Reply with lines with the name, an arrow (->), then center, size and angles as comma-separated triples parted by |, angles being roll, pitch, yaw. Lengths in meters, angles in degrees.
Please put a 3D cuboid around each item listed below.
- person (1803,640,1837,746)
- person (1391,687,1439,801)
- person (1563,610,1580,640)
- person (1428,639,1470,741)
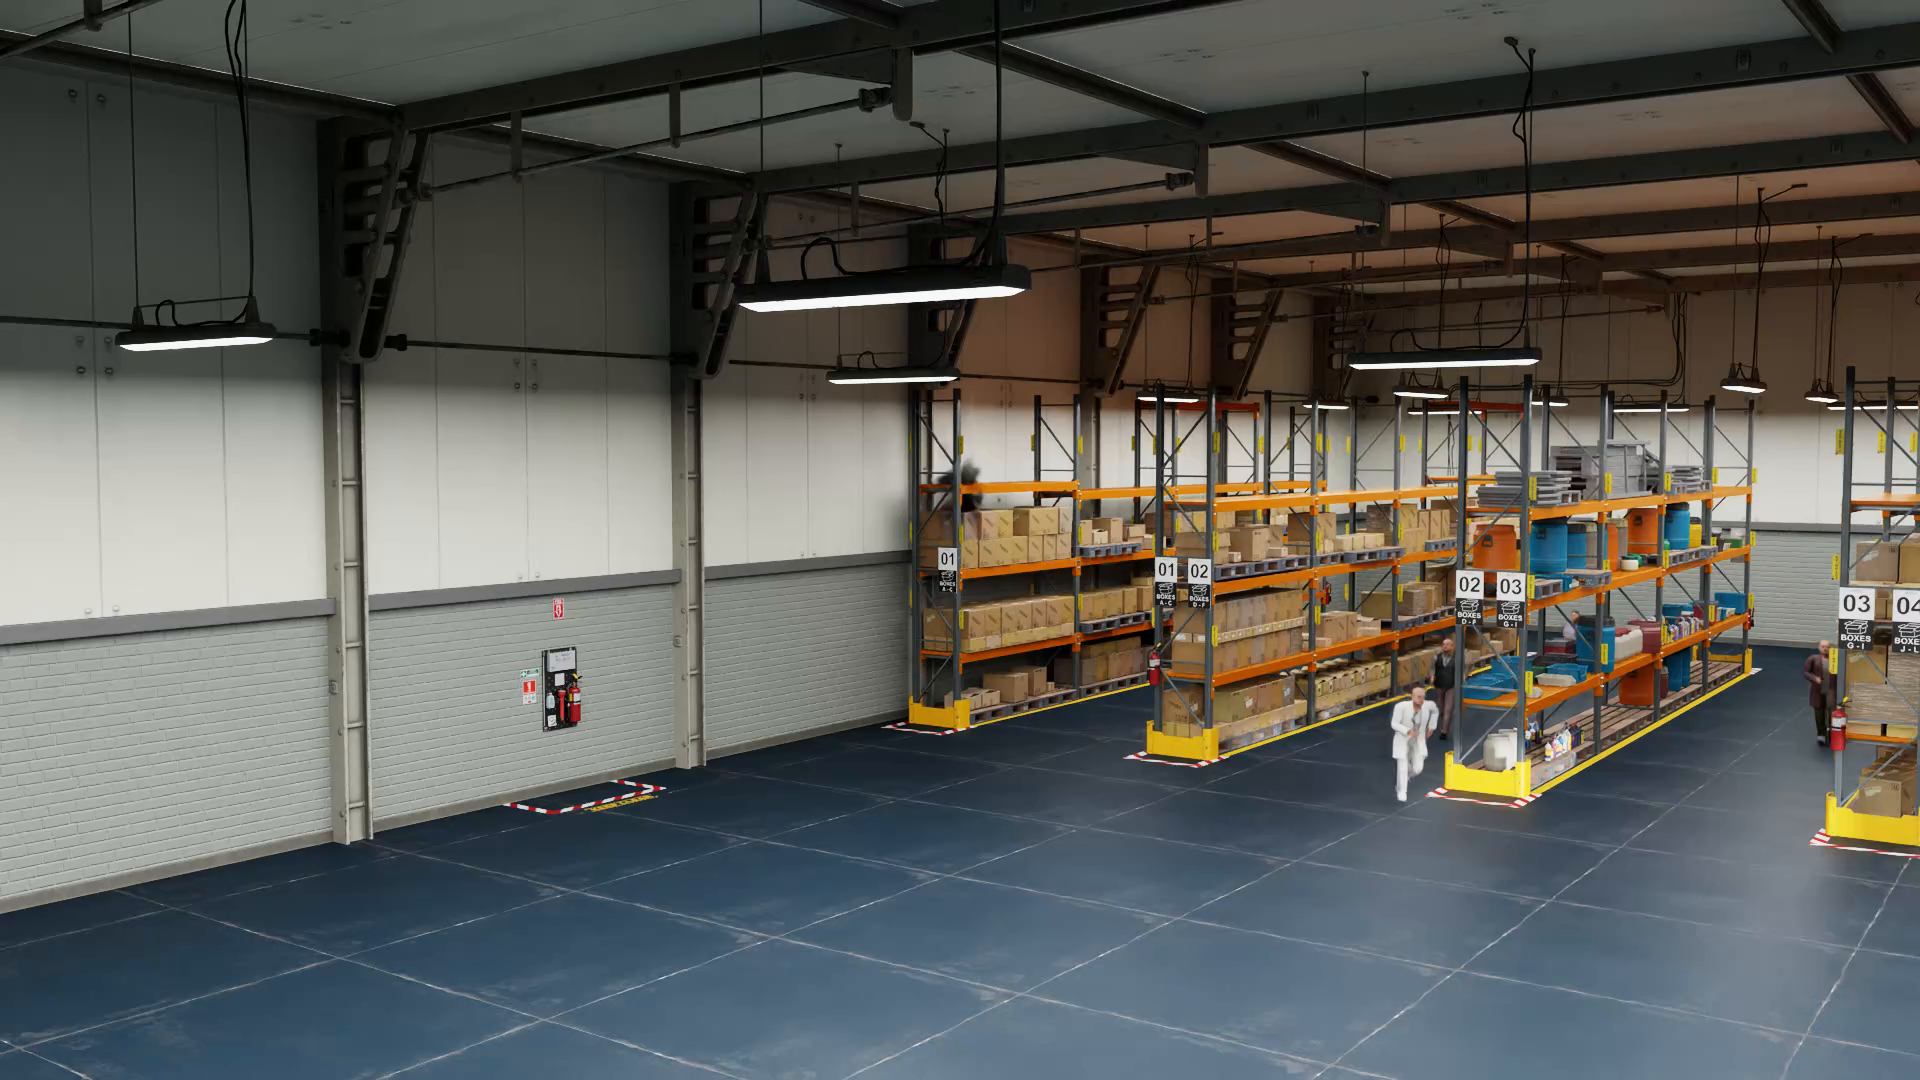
person -> 14.395, 2.544, 27.673 | 0.672, 1.771, 0.837 | 2, 4, 29
person -> 6.376, 2.856, 23.254 | 0.731, 1.655, 0.835 | 0, 3, -4
person -> 12.389, 2.270, 33.544 | 0.580, 1.709, 0.764 | 3, 4, 39
person -> 8.342, 2.543, 28.455 | 0.677, 1.691, 0.896 | 2, 4, 28
